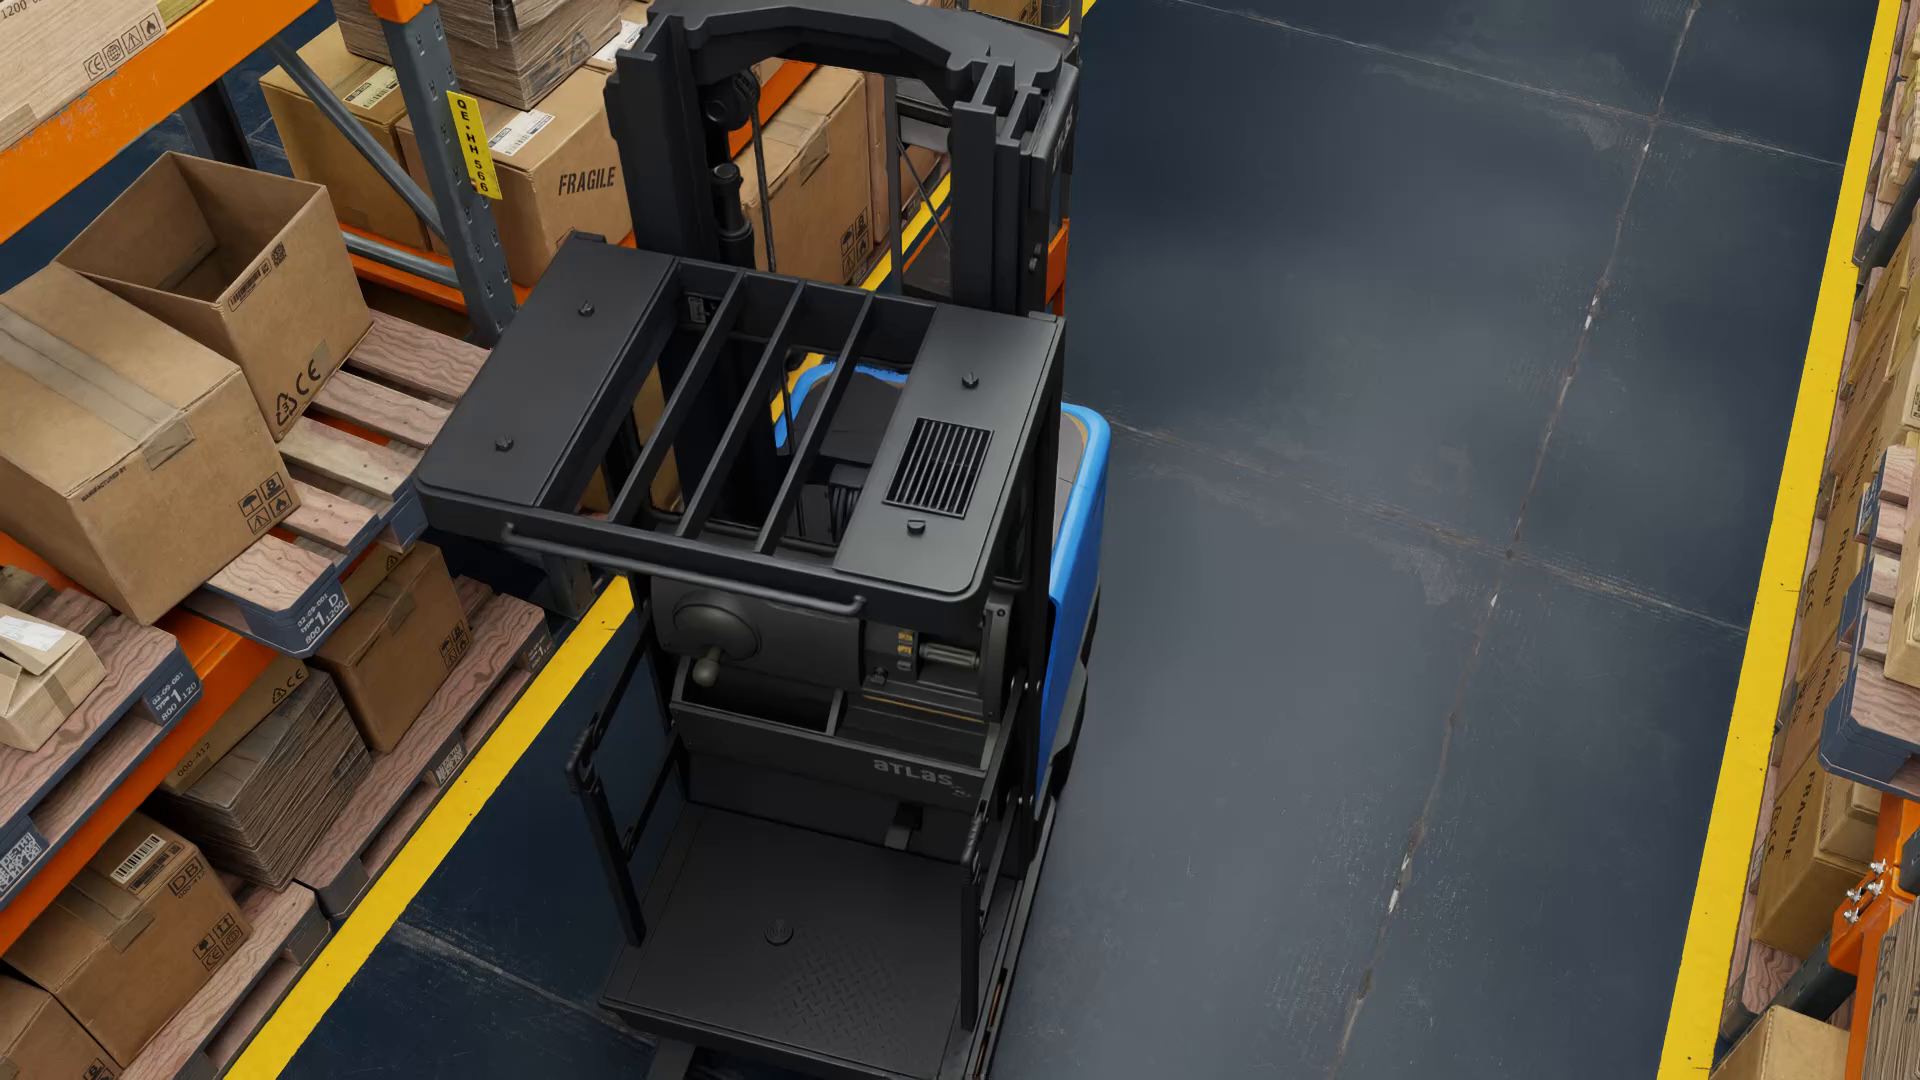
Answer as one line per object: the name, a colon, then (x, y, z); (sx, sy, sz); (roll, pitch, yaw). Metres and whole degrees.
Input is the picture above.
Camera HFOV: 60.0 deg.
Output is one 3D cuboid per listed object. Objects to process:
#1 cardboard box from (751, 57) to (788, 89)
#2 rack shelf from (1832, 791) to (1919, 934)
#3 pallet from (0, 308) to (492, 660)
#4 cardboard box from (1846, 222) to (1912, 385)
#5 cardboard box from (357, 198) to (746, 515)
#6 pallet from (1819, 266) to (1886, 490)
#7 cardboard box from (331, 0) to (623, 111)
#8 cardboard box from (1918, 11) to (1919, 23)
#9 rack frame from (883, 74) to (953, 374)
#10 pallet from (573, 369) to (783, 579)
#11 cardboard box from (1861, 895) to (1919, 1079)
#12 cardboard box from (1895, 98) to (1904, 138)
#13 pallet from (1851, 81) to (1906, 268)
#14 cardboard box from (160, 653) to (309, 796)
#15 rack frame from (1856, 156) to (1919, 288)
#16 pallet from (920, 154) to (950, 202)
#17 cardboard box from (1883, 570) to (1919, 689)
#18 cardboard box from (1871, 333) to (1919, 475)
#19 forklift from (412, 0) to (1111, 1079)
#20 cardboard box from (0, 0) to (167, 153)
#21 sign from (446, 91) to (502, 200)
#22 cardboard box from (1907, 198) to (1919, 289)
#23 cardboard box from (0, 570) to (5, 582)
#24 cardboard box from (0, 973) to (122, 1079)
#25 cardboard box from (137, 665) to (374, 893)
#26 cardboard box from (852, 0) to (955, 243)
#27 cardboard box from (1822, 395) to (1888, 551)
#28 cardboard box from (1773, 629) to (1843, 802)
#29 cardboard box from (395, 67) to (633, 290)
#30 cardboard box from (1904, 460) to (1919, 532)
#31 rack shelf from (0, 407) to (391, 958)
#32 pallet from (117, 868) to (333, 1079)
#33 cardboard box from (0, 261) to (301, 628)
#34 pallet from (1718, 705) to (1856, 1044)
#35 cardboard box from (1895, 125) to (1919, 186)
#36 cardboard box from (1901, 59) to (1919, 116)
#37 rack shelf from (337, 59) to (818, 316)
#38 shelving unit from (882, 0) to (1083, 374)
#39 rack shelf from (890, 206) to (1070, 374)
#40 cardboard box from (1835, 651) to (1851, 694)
cardboard box: (-0.914, -1.867, 5.803); (0.500, 0.500, 0.500); (19, 52, 15)
rack shelf: (3.494, -0.339, 5.042); (1.077, 0.370, 4.000); (20, 52, 16)
pallet: (-2.010, -0.291, 4.654); (1.213, 0.211, 1.003); (20, 52, 16)
cardboard box: (3.793, -0.853, 6.372); (0.500, 0.500, 0.500); (22, 53, 17)
cardboard box: (-1.488, -0.795, 6.076); (1.225, 0.875, 0.875); (18, 52, 14)
pallet: (4.017, -0.509, 6.545); (1.003, 0.211, 1.213); (20, 52, 16)
cardboard box: (-1.475, -1.734, 5.032); (0.797, 0.503, 0.637); (21, 53, 17)
cardboard box: (4.895, -2.590, 8.081); (0.380, 0.149, 0.250); (20, 52, 16)
rack frame: (-0.034, -0.626, 5.404); (0.400, 2.100, 0.015); (20, 52, 16)
pallet: (-1.397, -0.493, 6.531); (1.003, 0.211, 1.213); (20, 52, 16)
cardboard box: (2.204, 0.994, 3.369); (0.500, 0.500, 0.500); (20, 53, 16)
cardboard box: (4.449, -1.897, 7.491); (0.380, 0.149, 0.250); (18, 52, 15)
pallet: (4.603, -1.520, 7.405); (1.003, 0.211, 1.213); (20, 52, 16)
cardboard box: (-2.278, 0.385, 4.813); (0.500, 0.250, 0.500); (25, 54, 20)
rack frame: (4.348, -1.950, 5.939); (1.000, 3.000, 0.127); (20, 52, 16)
pallet: (-0.355, -2.174, 7.961); (1.003, 0.211, 1.213); (20, 52, 16)
cardboard box: (2.435, 0.261, 3.948); (0.380, 0.149, 0.250); (21, 53, 17)
cardboard box: (3.347, -0.379, 5.476); (0.500, 0.250, 0.500); (22, 53, 17)
forklift: (-0.385, 0.334, 4.041); (1.130, 2.935, 3.031); (11, 51, 10)
cardboard box: (-1.983, -1.049, 3.302); (0.500, 0.250, 0.500); (20, 52, 16)
sign: (-1.307, -1.058, 4.473); (0.100, 0.325, 0.005); (20, 52, 16)
cardboard box: (3.794, -1.096, 6.086); (0.500, 0.250, 0.500); (18, 52, 15)
cardboard box: (-2.726, 0.113, 4.007); (0.500, 0.250, 0.500); (18, 52, 15)
cardboard box: (-2.770, 1.420, 4.425); (0.700, 0.500, 0.500); (16, 51, 13)
cardboard box: (-2.295, 0.643, 5.086); (0.700, 0.500, 0.500); (16, 51, 13)
cardboard box: (-0.729, -2.018, 7.117); (1.225, 0.875, 0.875); (18, 52, 15)
cardboard box: (3.357, -0.123, 5.751); (0.500, 0.500, 0.500); (21, 53, 17)
cardboard box: (2.909, 0.584, 5.149); (0.500, 0.500, 0.500); (22, 53, 18)
cardboard box: (-1.348, -1.157, 5.200); (0.500, 0.500, 0.500); (21, 53, 17)
cardboard box: (2.652, -0.087, 4.244); (0.380, 0.149, 0.250); (21, 53, 17)
rack shelf: (-2.656, 0.732, 4.130); (1.077, 0.370, 4.000); (20, 52, 16)
pallet: (-2.660, 1.400, 4.920); (1.003, 0.211, 1.213); (20, 52, 16)
cardboard box: (-2.144, -0.245, 4.148); (0.700, 0.500, 0.500); (27, 55, 21)
pallet: (2.975, 1.171, 5.115); (1.003, 0.211, 1.213); (20, 52, 16)
cardboard box: (4.196, -1.579, 7.025); (0.380, 0.149, 0.250); (21, 53, 17)
cardboard box: (4.398, -1.959, 7.348); (0.380, 0.149, 0.250); (18, 52, 15)
rack shelf: (-0.947, -2.023, 6.474); (1.077, 0.370, 4.000); (20, 52, 16)
shelving unit: (0.071, -0.794, 5.547); (0.431, 2.100, 0.503); (20, 52, 16)
rack shelf: (0.071, -0.786, 5.558); (0.431, 0.518, 0.480); (20, 52, 16)
cardboard box: (2.900, 0.328, 4.874); (0.500, 0.250, 0.500); (20, 53, 17)
